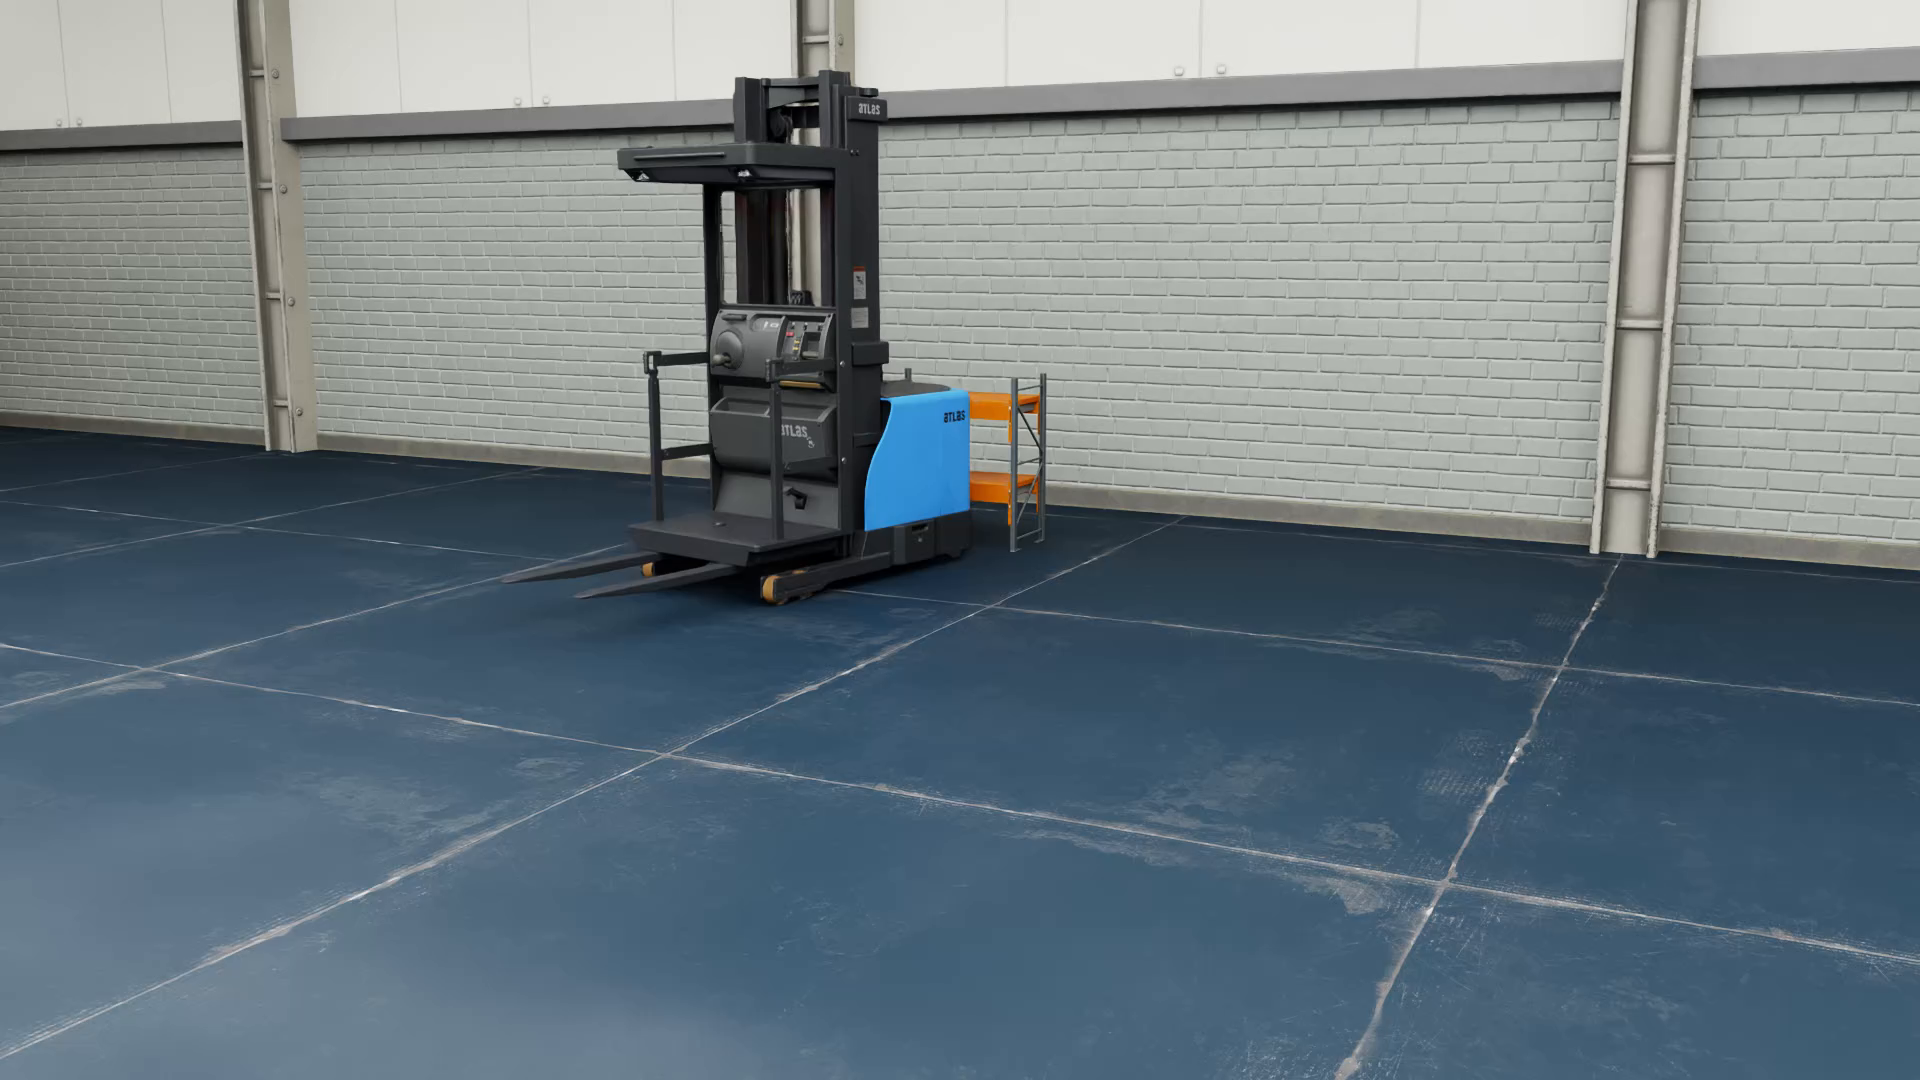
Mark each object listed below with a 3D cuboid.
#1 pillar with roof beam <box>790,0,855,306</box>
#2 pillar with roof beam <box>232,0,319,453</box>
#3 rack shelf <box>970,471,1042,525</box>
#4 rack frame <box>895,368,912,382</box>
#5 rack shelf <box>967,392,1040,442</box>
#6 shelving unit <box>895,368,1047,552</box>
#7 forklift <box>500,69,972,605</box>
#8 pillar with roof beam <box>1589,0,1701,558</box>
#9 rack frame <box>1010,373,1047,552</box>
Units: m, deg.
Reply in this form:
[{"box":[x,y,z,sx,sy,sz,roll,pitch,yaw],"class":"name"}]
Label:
[{"box":[-2.961,-4.139,8.833,0.400,9.000,9.100,5,11,26],"class":"pillar with roof beam"},{"box":[-8.342,-4.612,11.446,0.400,9.000,9.100,5,11,26],"class":"pillar with roof beam"},{"box":[-0.005,-0.314,11.178,1.000,0.278,0.538,5,11,26],"class":"rack shelf"},{"box":[-0.459,-0.595,11.358,0.032,1.125,0.500,5,11,26],"class":"rack frame"},{"box":[-0.005,-0.842,11.082,1.000,0.278,0.538,5,11,26],"class":"rack shelf"},{"box":[-0.005,-0.554,11.134,1.048,1.125,0.538,5,11,26],"class":"shelving unit"},{"box":[-1.232,-1.181,9.527,1.130,2.935,3.031,8,13,38],"class":"forklift"},{"box":[2.419,-3.667,6.221,0.400,9.000,9.100,5,11,26],"class":"pillar with roof beam"},{"box":[0.450,-0.514,10.910,0.032,1.125,0.500,5,11,26],"class":"rack frame"}]
